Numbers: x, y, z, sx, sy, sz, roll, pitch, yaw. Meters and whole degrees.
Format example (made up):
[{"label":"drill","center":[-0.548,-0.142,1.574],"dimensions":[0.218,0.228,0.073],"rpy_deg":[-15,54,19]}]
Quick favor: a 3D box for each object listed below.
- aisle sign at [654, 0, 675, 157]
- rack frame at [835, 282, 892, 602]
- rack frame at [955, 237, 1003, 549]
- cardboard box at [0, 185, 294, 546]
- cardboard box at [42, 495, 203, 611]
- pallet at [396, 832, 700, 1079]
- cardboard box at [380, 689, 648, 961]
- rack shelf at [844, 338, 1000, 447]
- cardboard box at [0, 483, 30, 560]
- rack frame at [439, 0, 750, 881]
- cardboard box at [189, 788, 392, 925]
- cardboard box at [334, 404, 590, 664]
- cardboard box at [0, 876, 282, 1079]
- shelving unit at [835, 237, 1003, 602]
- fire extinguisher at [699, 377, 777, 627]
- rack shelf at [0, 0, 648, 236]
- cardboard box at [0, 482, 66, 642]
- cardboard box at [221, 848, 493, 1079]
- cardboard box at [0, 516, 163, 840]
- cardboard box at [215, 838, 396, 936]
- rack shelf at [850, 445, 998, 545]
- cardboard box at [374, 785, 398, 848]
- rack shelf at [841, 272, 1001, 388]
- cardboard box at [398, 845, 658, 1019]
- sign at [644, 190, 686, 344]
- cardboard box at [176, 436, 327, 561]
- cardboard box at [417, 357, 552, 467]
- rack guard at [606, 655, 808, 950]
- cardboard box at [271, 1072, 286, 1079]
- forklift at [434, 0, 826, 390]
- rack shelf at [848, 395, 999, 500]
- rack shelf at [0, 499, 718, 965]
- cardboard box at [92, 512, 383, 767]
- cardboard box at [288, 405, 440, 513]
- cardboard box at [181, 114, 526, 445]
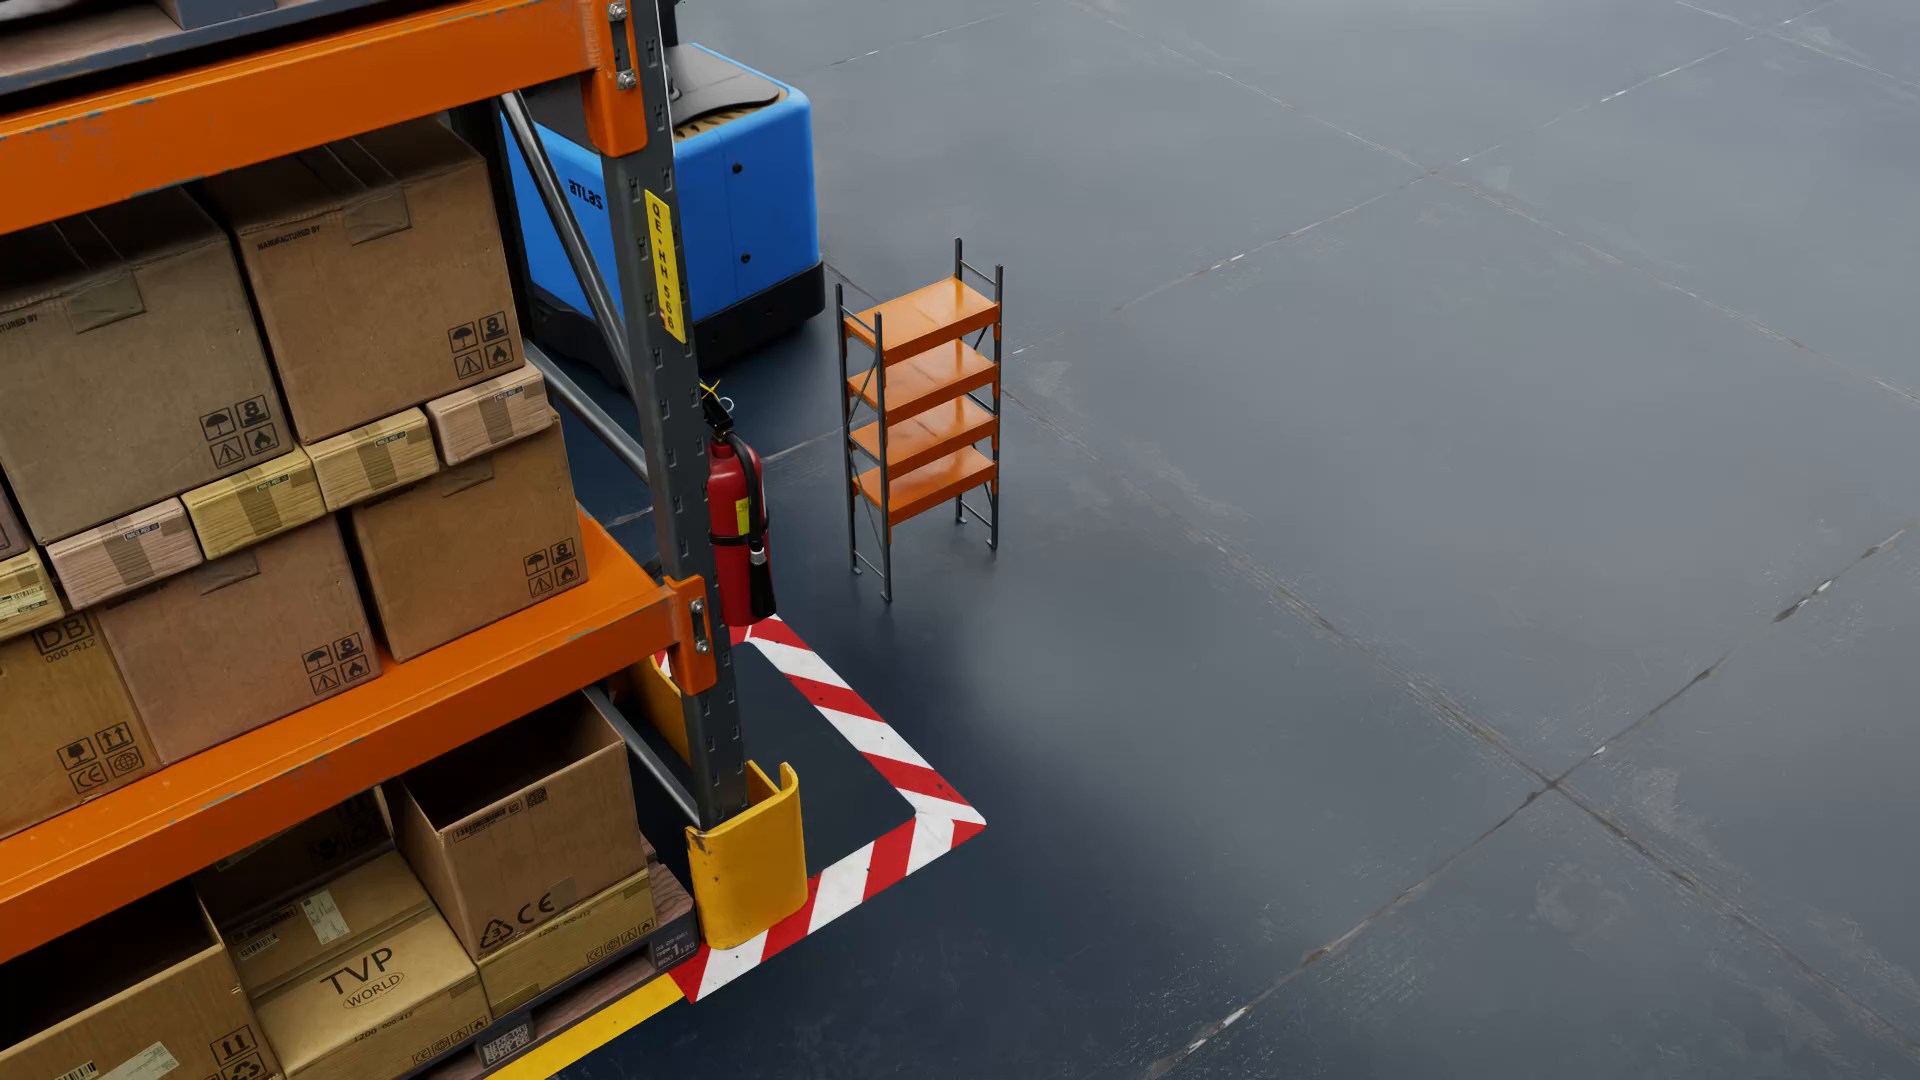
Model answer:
[{"label":"aisle sign","center":[-0.706,-1.191,3.287],"dimensions":[0.004,0.787,0.394],"rpy_deg":[-26,46,-28]},{"label":"rack frame","center":[-0.325,-0.306,5.677],"dimensions":[0.015,1.200,0.240],"rpy_deg":[-26,46,-28]},{"label":"rack frame","center":[0.062,-0.494,5.906],"dimensions":[0.015,1.200,0.240],"rpy_deg":[-26,46,-28]},{"label":"cardboard box","center":[-1.771,-0.448,3.329],"dimensions":[0.500,0.500,0.700],"rpy_deg":[-27,47,-29]},{"label":"cardboard box","center":[-1.734,-0.057,3.364],"dimensions":[0.250,0.149,0.380],"rpy_deg":[-25,46,-28]},{"label":"pallet","center":[-1.518,1.087,4.759],"dimensions":[1.213,0.211,1.003],"rpy_deg":[-26,46,-28]},{"label":"cardboard box","center":[-1.181,0.660,4.326],"dimensions":[0.500,0.500,0.500],"rpy_deg":[-26,46,-28]},{"label":"rack shelf","center":[-0.131,-0.521,5.692],"dimensions":[0.480,0.148,0.258],"rpy_deg":[-26,46,-28]},{"label":"cardboard box","center":[-2.170,-0.253,3.091],"dimensions":[0.500,0.500,0.700],"rpy_deg":[-26,46,-28]},{"label":"rack frame","center":[-0.937,-0.308,4.260],"dimensions":[0.127,3.000,1.000],"rpy_deg":[-26,46,-28]},{"label":"cardboard box","center":[-1.893,0.592,4.408],"dimensions":[0.500,0.500,0.500],"rpy_deg":[-26,46,-28]},{"label":"cardboard box","center":[-1.315,-0.173,4.017],"dimensions":[0.500,0.500,0.700],"rpy_deg":[-26,46,-28]},{"label":"cardboard box","center":[-1.965,1.054,3.846],"dimensions":[0.500,0.500,0.500],"rpy_deg":[-26,46,-28]},{"label":"shelving unit","center":[-0.131,-0.400,5.791],"dimensions":[0.503,1.200,0.258],"rpy_deg":[-26,46,-28]},{"label":"fire extinguisher","center":[-0.560,-0.090,4.056],"dimensions":[0.183,0.674,0.296],"rpy_deg":[-26,46,-28]},{"label":"rack shelf","center":[-2.523,-0.417,2.595],"dimensions":[4.000,0.370,1.077],"rpy_deg":[-26,46,-28]},{"label":"cardboard box","center":[-1.942,0.045,3.240],"dimensions":[0.250,0.149,0.380],"rpy_deg":[-25,45,-27]},{"label":"cardboard box","center":[-1.571,1.148,4.323],"dimensions":[0.500,0.250,0.500],"rpy_deg":[-26,46,-28]},{"label":"cardboard box","center":[-2.126,0.222,3.536],"dimensions":[0.500,0.500,0.700],"rpy_deg":[-26,46,-28]},{"label":"cardboard box","center":[-1.892,0.883,4.645],"dimensions":[0.500,0.250,0.500],"rpy_deg":[-26,46,-28]},{"label":"rack shelf","center":[-0.131,-0.194,5.960],"dimensions":[0.480,0.148,0.258],"rpy_deg":[-26,46,-28]},{"label":"cardboard box","center":[-1.498,0.688,4.883],"dimensions":[0.500,0.250,0.500],"rpy_deg":[-26,46,-28]},{"label":"rack shelf","center":[-0.131,-0.704,5.542],"dimensions":[0.480,0.148,0.258],"rpy_deg":[-26,46,-28]},{"label":"cardboard box","center":[-1.182,0.949,4.565],"dimensions":[0.500,0.250,0.500],"rpy_deg":[-26,46,-28]},{"label":"sign","center":[-0.618,-0.569,3.479],"dimensions":[0.005,0.325,0.100],"rpy_deg":[-26,46,-28]},{"label":"cardboard box","center":[-1.533,-0.153,3.481],"dimensions":[0.250,0.149,0.380],"rpy_deg":[-27,46,-29]},{"label":"cardboard box","center":[-1.124,-0.354,3.726],"dimensions":[0.250,0.149,0.380],"rpy_deg":[-27,46,-29]},{"label":"rack guard","center":[-0.918,0.649,5.065],"dimensions":[0.348,0.500,1.175],"rpy_deg":[-26,46,-28]},{"label":"cardboard box","center":[-1.967,1.342,4.086],"dimensions":[0.500,0.250,0.500],"rpy_deg":[-26,46,-28]},{"label":"forklift","center":[-1.999,-2.561,7.061],"dimensions":[3.031,2.935,1.130],"rpy_deg":[32,49,33]},{"label":"rack shelf","center":[-0.131,-0.348,5.834],"dimensions":[0.480,0.148,0.258],"rpy_deg":[-26,46,-28]},{"label":"rack shelf","center":[-2.523,0.743,3.546],"dimensions":[4.000,0.370,1.077],"rpy_deg":[-26,46,-28]},{"label":"cardboard box","center":[-1.729,0.033,3.766],"dimensions":[0.500,0.500,0.700],"rpy_deg":[-25,45,-27]},{"label":"cardboard box","center":[-1.331,-0.252,3.602],"dimensions":[0.250,0.149,0.380],"rpy_deg":[-25,45,-27]},{"label":"cardboard box","center":[-1.357,-0.654,3.580],"dimensions":[0.500,0.500,0.700],"rpy_deg":[-26,46,-28]}]
